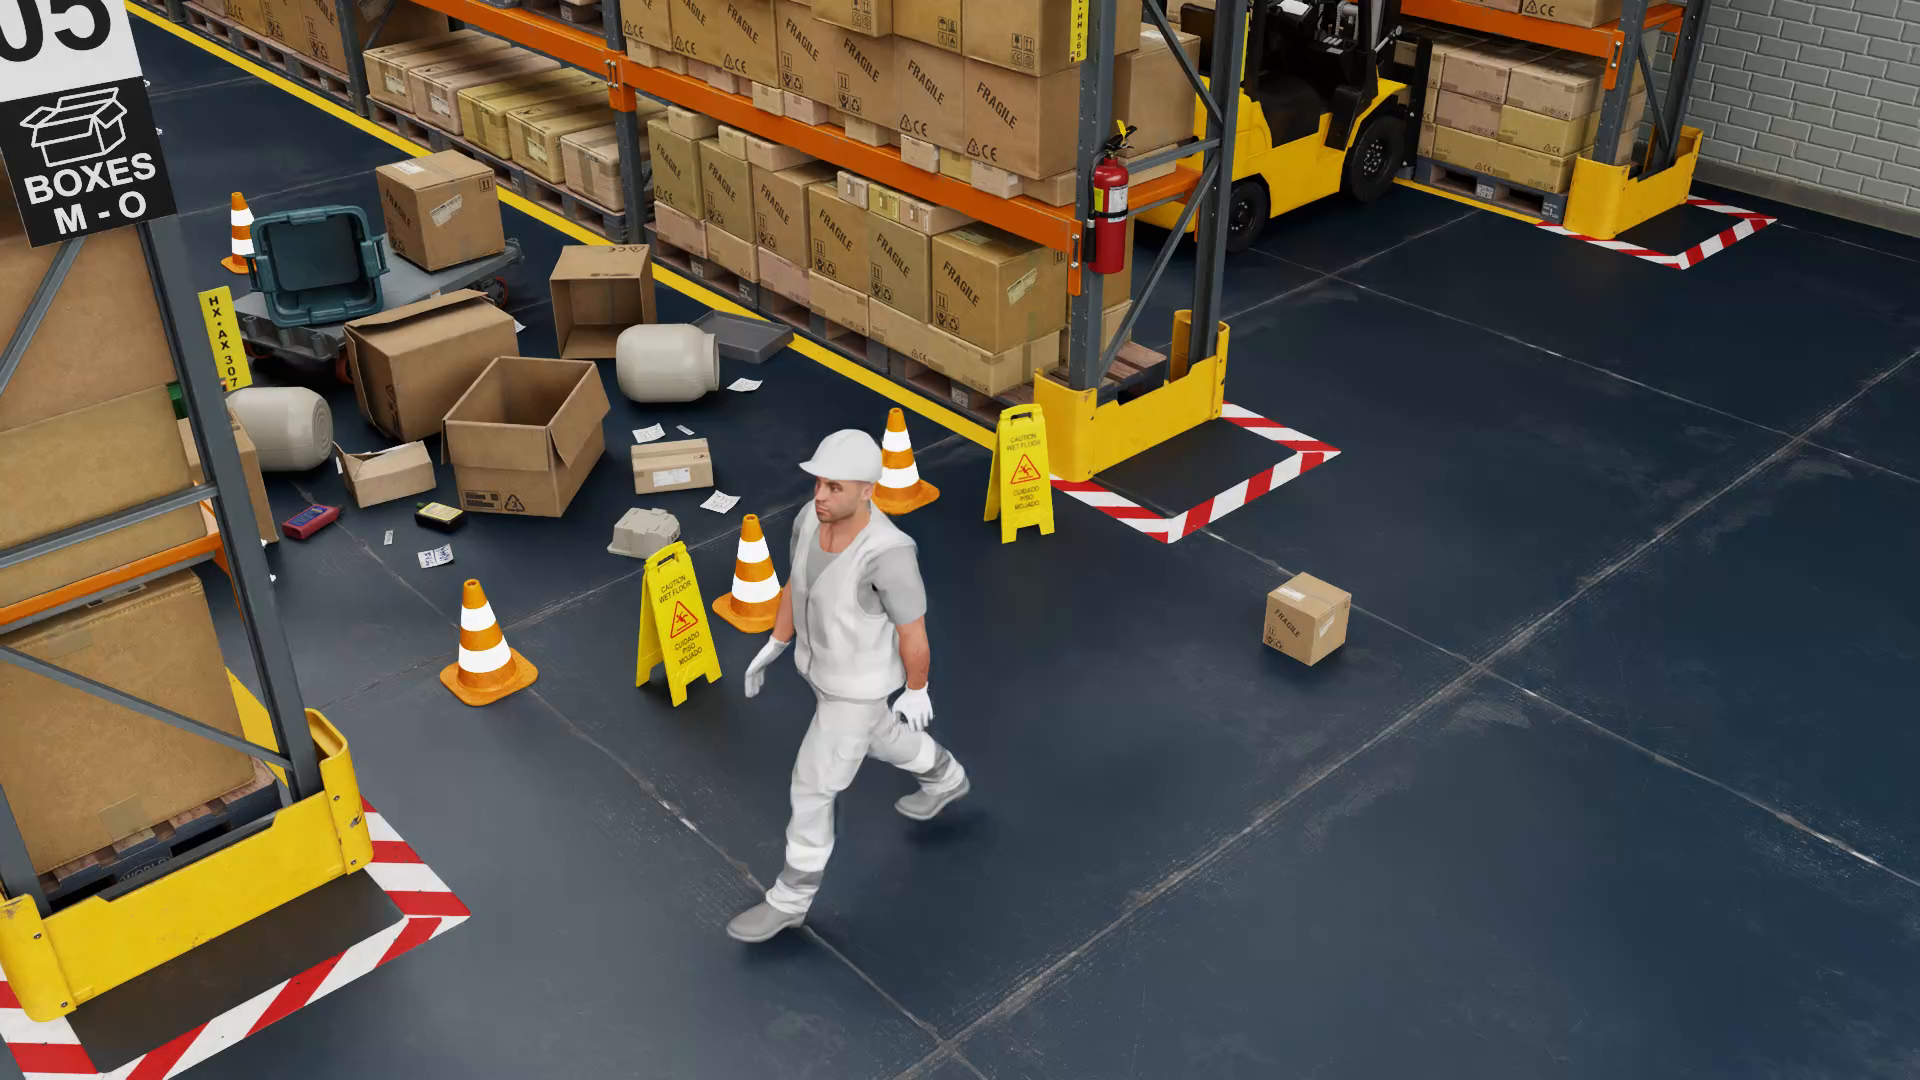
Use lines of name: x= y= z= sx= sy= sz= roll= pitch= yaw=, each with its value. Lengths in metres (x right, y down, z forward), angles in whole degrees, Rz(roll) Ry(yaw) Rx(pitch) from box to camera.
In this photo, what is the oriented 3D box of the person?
person: x=-0.380 y=0.428 z=5.415 sx=1.074 sy=1.743 sz=0.528 roll=-20 pitch=37 yaw=-29
